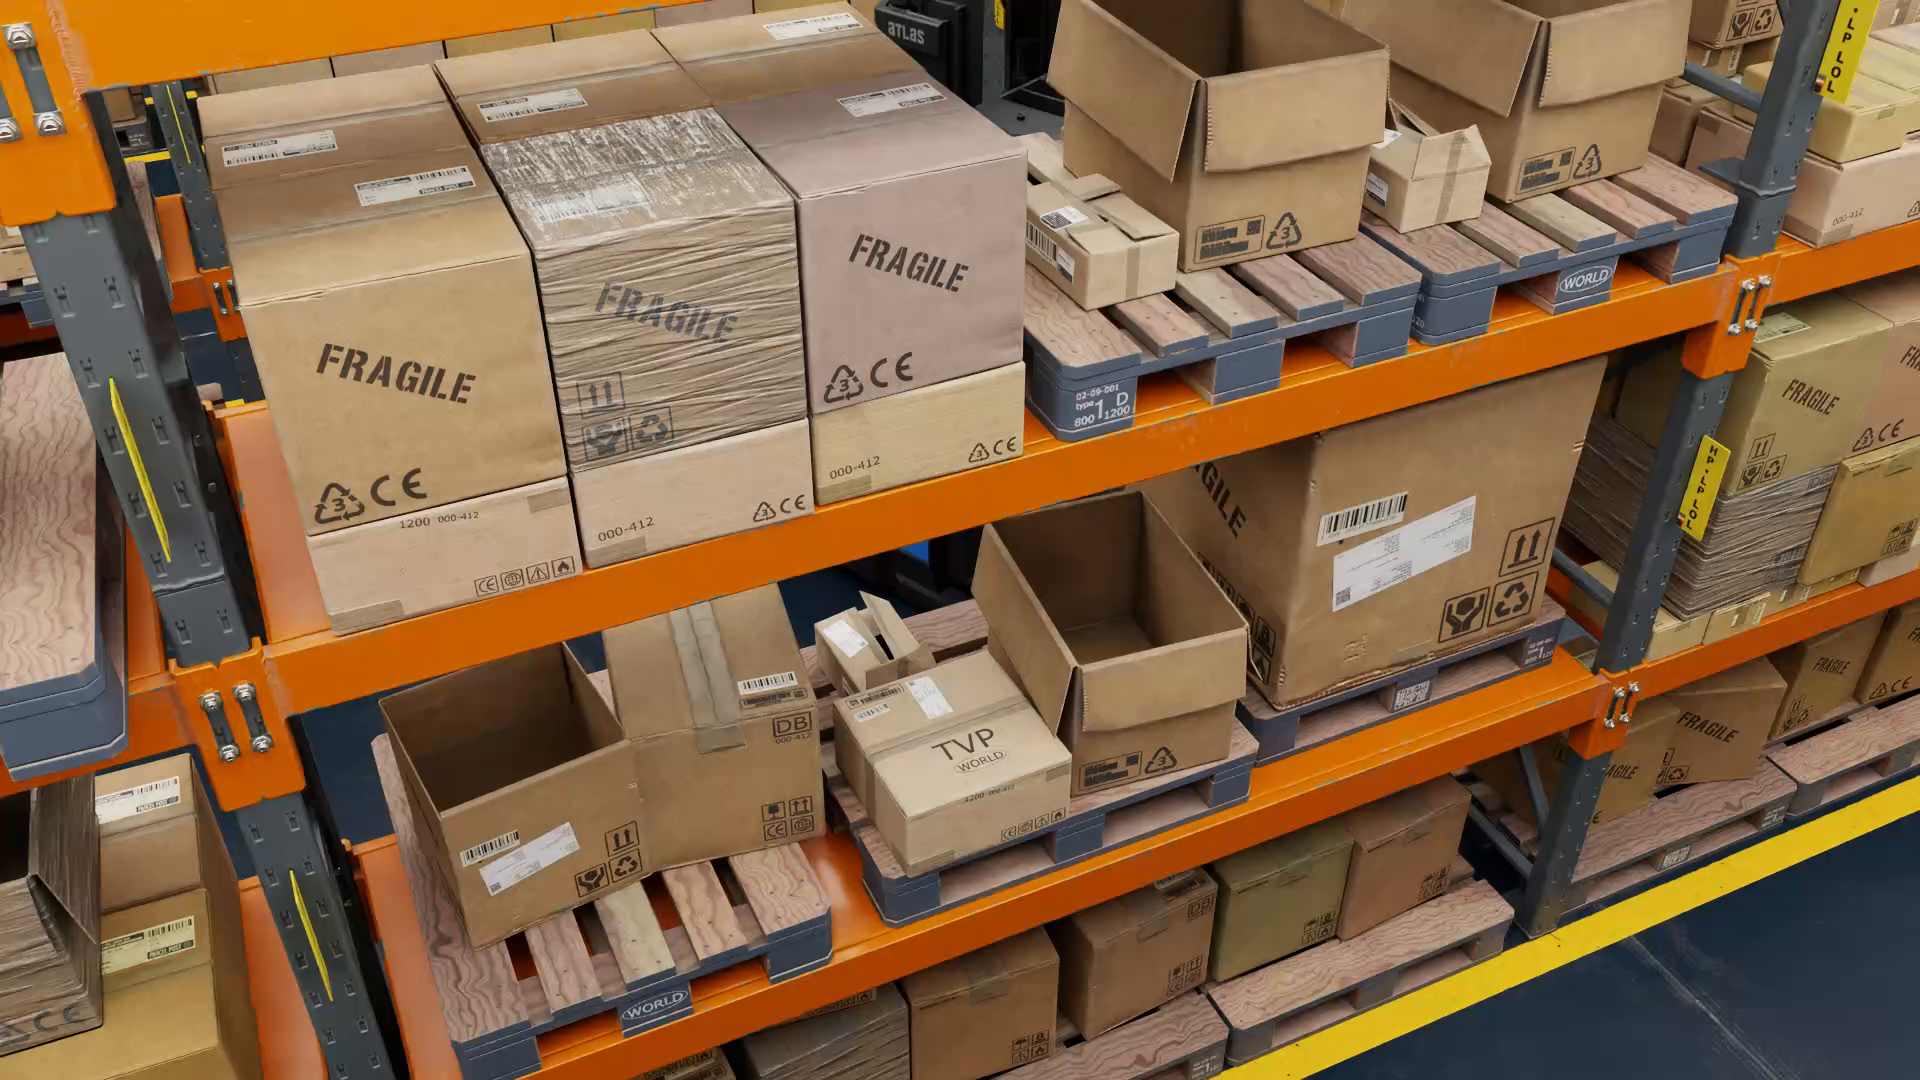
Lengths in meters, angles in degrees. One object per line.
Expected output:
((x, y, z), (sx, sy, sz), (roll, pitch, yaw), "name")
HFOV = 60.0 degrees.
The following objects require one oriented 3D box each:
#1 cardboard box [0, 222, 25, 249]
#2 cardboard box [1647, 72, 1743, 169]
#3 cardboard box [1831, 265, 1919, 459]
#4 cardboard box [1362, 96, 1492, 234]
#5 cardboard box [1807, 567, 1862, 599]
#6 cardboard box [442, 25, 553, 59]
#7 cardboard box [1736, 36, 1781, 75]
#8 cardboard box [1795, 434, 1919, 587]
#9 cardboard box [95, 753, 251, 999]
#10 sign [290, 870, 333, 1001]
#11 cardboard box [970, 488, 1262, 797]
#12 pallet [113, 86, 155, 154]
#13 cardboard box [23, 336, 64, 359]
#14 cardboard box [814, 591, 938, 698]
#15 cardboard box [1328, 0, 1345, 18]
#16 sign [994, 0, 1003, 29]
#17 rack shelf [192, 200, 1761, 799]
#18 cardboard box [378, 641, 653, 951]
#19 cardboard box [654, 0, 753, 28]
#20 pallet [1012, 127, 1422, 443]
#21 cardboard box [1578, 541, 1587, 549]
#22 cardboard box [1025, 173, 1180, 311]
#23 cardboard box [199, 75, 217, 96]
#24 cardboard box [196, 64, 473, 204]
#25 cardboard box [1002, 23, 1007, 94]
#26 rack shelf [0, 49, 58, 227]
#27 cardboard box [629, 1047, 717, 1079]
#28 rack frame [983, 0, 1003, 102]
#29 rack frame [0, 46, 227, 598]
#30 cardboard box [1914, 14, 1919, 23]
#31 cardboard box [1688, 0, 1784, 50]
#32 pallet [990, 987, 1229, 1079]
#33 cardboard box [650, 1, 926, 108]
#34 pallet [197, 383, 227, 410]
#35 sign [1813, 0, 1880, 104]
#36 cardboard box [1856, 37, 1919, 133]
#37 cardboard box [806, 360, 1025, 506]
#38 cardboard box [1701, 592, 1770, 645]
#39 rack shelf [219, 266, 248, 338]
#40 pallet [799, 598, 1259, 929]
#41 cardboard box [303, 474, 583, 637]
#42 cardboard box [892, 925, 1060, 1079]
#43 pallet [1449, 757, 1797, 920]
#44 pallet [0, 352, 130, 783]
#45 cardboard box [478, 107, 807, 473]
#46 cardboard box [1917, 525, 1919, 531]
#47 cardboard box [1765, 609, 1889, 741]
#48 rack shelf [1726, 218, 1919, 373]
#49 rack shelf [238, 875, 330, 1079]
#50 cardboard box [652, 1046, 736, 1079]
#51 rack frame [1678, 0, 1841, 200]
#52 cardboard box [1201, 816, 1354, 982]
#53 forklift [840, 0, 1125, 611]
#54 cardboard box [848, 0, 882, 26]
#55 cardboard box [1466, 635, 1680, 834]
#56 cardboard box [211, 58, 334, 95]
((-4.153, -1.423, 7.259), (0.250, 0.149, 0.380), (-14, 39, -18), "cardboard box")
((2.280, -1.387, 5.210), (0.500, 0.250, 0.500), (-14, 39, -18), "cardboard box")
((2.946, -0.652, 5.438), (0.500, 0.500, 0.500), (-16, 39, -20), "cardboard box")
((1.170, -1.014, 4.342), (0.258, 0.266, 0.396), (-14, 39, -18), "cardboard box")
((2.969, 0.019, 5.917), (0.250, 0.149, 0.380), (-16, 39, -20), "cardboard box")
((-2.327, -2.484, 8.158), (0.500, 0.500, 0.700), (-16, 40, -21), "cardboard box")
((2.431, -1.548, 5.092), (0.250, 0.149, 0.380), (-15, 39, -19), "cardboard box")
((2.880, -0.334, 5.849), (0.500, 0.500, 0.875), (-16, 39, -20), "cardboard box")
((-2.198, 0.962, 4.351), (0.500, 0.500, 0.500), (-14, 39, -19), "cardboard box")
((-1.404, 0.859, 3.601), (0.005, 0.325, 0.100), (-16, 39, -20), "sign")
((0.448, 0.292, 4.899), (0.637, 0.503, 0.797), (-12, 38, -15), "cardboard box")
((-6.599, -3.039, 12.171), (1.213, 0.211, 1.003), (-16, 39, -20), "pallet")
((-4.166, -0.826, 7.962), (0.500, 0.250, 0.500), (-17, 40, -21), "cardboard box")
((-0.248, 0.344, 5.029), (0.258, 0.266, 0.396), (-17, 40, -21), "cardboard box")
((2.218, -3.416, 10.212), (0.550, 0.550, 0.875), (-16, 39, -20), "cardboard box")
((0.202, -2.830, 8.642), (0.005, 0.325, 0.100), (-16, 39, -20), "sign")
((0.168, -0.396, 4.352), (4.000, 0.370, 1.077), (-16, 39, -20), "rack shelf")
((-1.171, 0.659, 4.407), (0.500, 0.500, 0.500), (-21, 41, -25), "cardboard box")
((-1.407, -2.741, 8.504), (0.500, 0.500, 0.700), (-15, 39, -20), "cardboard box")
((0.437, -0.753, 4.387), (1.003, 0.211, 1.213), (-16, 39, -20), "pallet")
((2.278, -0.157, 6.154), (0.250, 0.149, 0.380), (-16, 39, -20), "cardboard box")
((0.324, -0.738, 4.052), (0.250, 0.166, 0.380), (-17, 40, -21), "cardboard box")
((-5.338, -3.569, 12.397), (0.625, 0.372, 0.950), (-18, 40, -23), "cardboard box")
((-1.317, -0.675, 3.621), (0.500, 0.500, 0.500), (-15, 39, -19), "cardboard box")
((0.291, -2.847, 9.445), (0.550, 0.550, 0.875), (-16, 39, -20), "cardboard box")
((-3.453, -0.428, 2.213), (4.000, 0.370, 1.077), (-16, 39, -20), "rack shelf")
((-1.049, 1.366, 4.989), (0.500, 0.250, 0.500), (-14, 39, -18), "cardboard box")
((-0.038, -2.687, 9.355), (0.127, 3.000, 1.000), (-16, 39, -20), "rack frame")
((-1.643, -1.384, 2.562), (0.127, 3.000, 1.000), (-16, 39, -20), "rack frame")
((3.074, -1.454, 4.966), (0.250, 0.149, 0.380), (-14, 39, -19), "cardboard box")
((2.277, -1.803, 4.892), (0.500, 0.500, 0.500), (-17, 40, -21), "cardboard box")
((0.168, 1.642, 5.858), (1.213, 0.211, 1.003), (-16, 39, -20), "pallet")
((-0.403, -0.928, 3.962), (0.500, 0.500, 0.500), (-15, 39, -19), "cardboard box")
((-4.367, -0.357, 8.555), (1.213, 0.211, 1.003), (-16, 39, -20), "pallet")
((2.217, -1.259, 4.147), (0.005, 0.325, 0.100), (-16, 39, -20), "sign")
((2.616, -1.311, 4.773), (0.250, 0.149, 0.380), (-18, 40, -22), "cardboard box")
((-0.183, -0.365, 3.833), (0.500, 0.250, 0.500), (-15, 39, -19), "cardboard box")
((2.533, 0.166, 5.719), (0.250, 0.149, 0.380), (-16, 39, -20), "cardboard box")
((-1.848, -1.892, 8.886), (4.000, 0.370, 1.077), (-16, 39, -20), "rack shelf")
((0.132, 0.580, 5.111), (1.213, 0.211, 1.003), (-16, 39, -20), "pallet")
((-1.109, -0.100, 3.475), (0.500, 0.250, 0.500), (-15, 39, -19), "cardboard box")
((-0.038, 1.378, 5.603), (0.500, 0.500, 0.700), (-12, 38, -16), "cardboard box")
((2.571, 0.944, 6.799), (1.213, 0.211, 1.003), (-16, 39, -20), "pallet")
((-2.203, 0.089, 3.253), (1.003, 0.211, 1.213), (-14, 39, -18), "pallet")
((-0.647, -0.526, 3.420), (0.500, 0.500, 0.500), (-15, 39, -20), "cardboard box")
((3.422, -0.107, 6.088), (0.250, 0.149, 0.380), (-16, 39, -20), "cardboard box")
((3.401, 0.421, 6.911), (0.500, 0.500, 0.500), (-19, 41, -24), "cardboard box")
((3.789, -1.409, 5.717), (4.000, 0.370, 1.077), (-16, 39, -20), "rack shelf")
((-3.453, 1.821, 3.881), (4.000, 0.370, 1.077), (-16, 39, -20), "rack shelf")
((-1.045, 1.673, 5.206), (0.500, 0.500, 0.700), (-18, 40, -22), "cardboard box")
((1.978, -2.396, 3.927), (0.127, 3.000, 1.000), (-16, 39, -20), "rack frame")
((0.974, 1.095, 5.985), (0.500, 0.500, 0.700), (-16, 39, -20), "cardboard box")
((0.532, -0.888, 6.986), (3.031, 2.935, 1.130), (26, 44, 31), "forklift")
((-0.485, -3.000, 8.853), (0.500, 0.500, 0.700), (-16, 40, -21), "cardboard box")
((2.357, 0.769, 6.441), (0.500, 0.500, 0.500), (-17, 40, -21), "cardboard box")
((-3.248, -2.224, 7.808), (0.500, 0.500, 0.700), (-16, 39, -20), "cardboard box")
